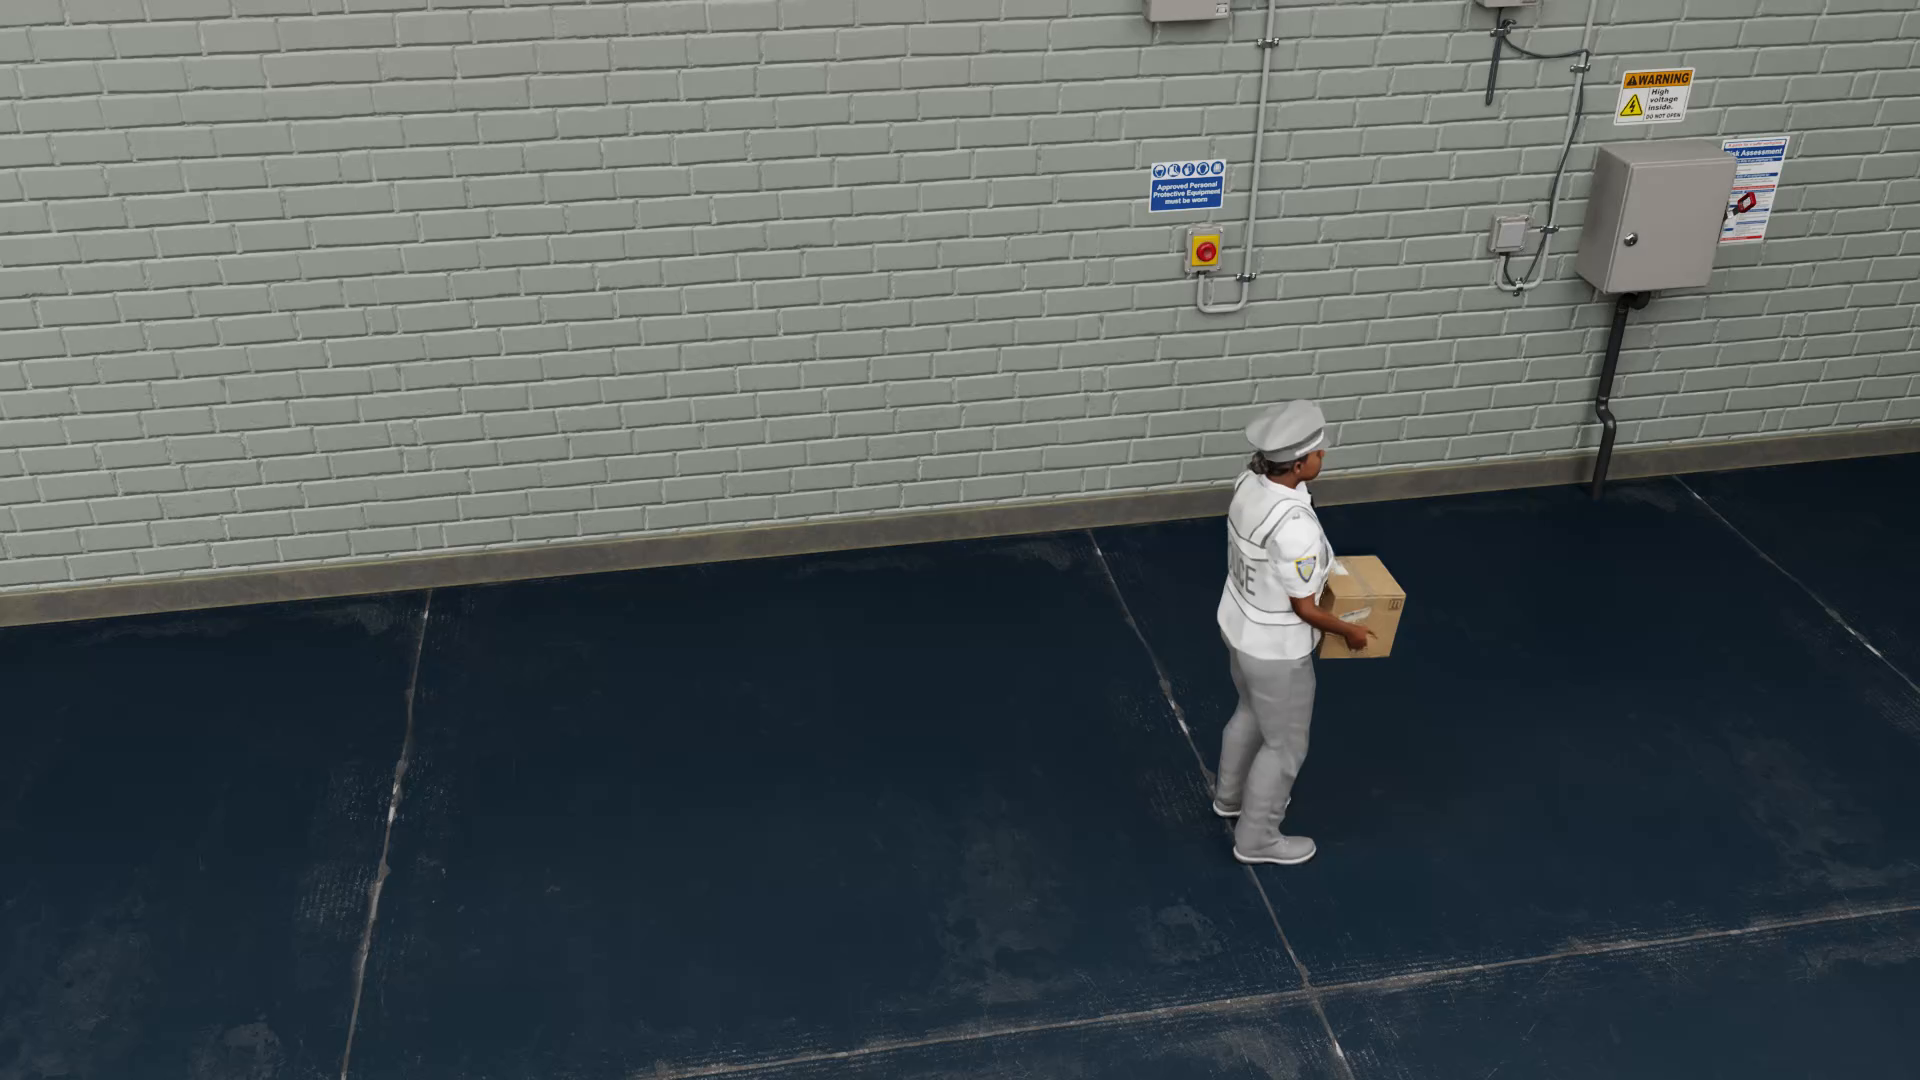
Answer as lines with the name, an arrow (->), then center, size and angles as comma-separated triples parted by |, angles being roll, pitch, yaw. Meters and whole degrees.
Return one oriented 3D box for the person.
person -> 1.114, 0.310, 5.582 | 0.488, 1.691, 0.472 | -6, 31, -9
